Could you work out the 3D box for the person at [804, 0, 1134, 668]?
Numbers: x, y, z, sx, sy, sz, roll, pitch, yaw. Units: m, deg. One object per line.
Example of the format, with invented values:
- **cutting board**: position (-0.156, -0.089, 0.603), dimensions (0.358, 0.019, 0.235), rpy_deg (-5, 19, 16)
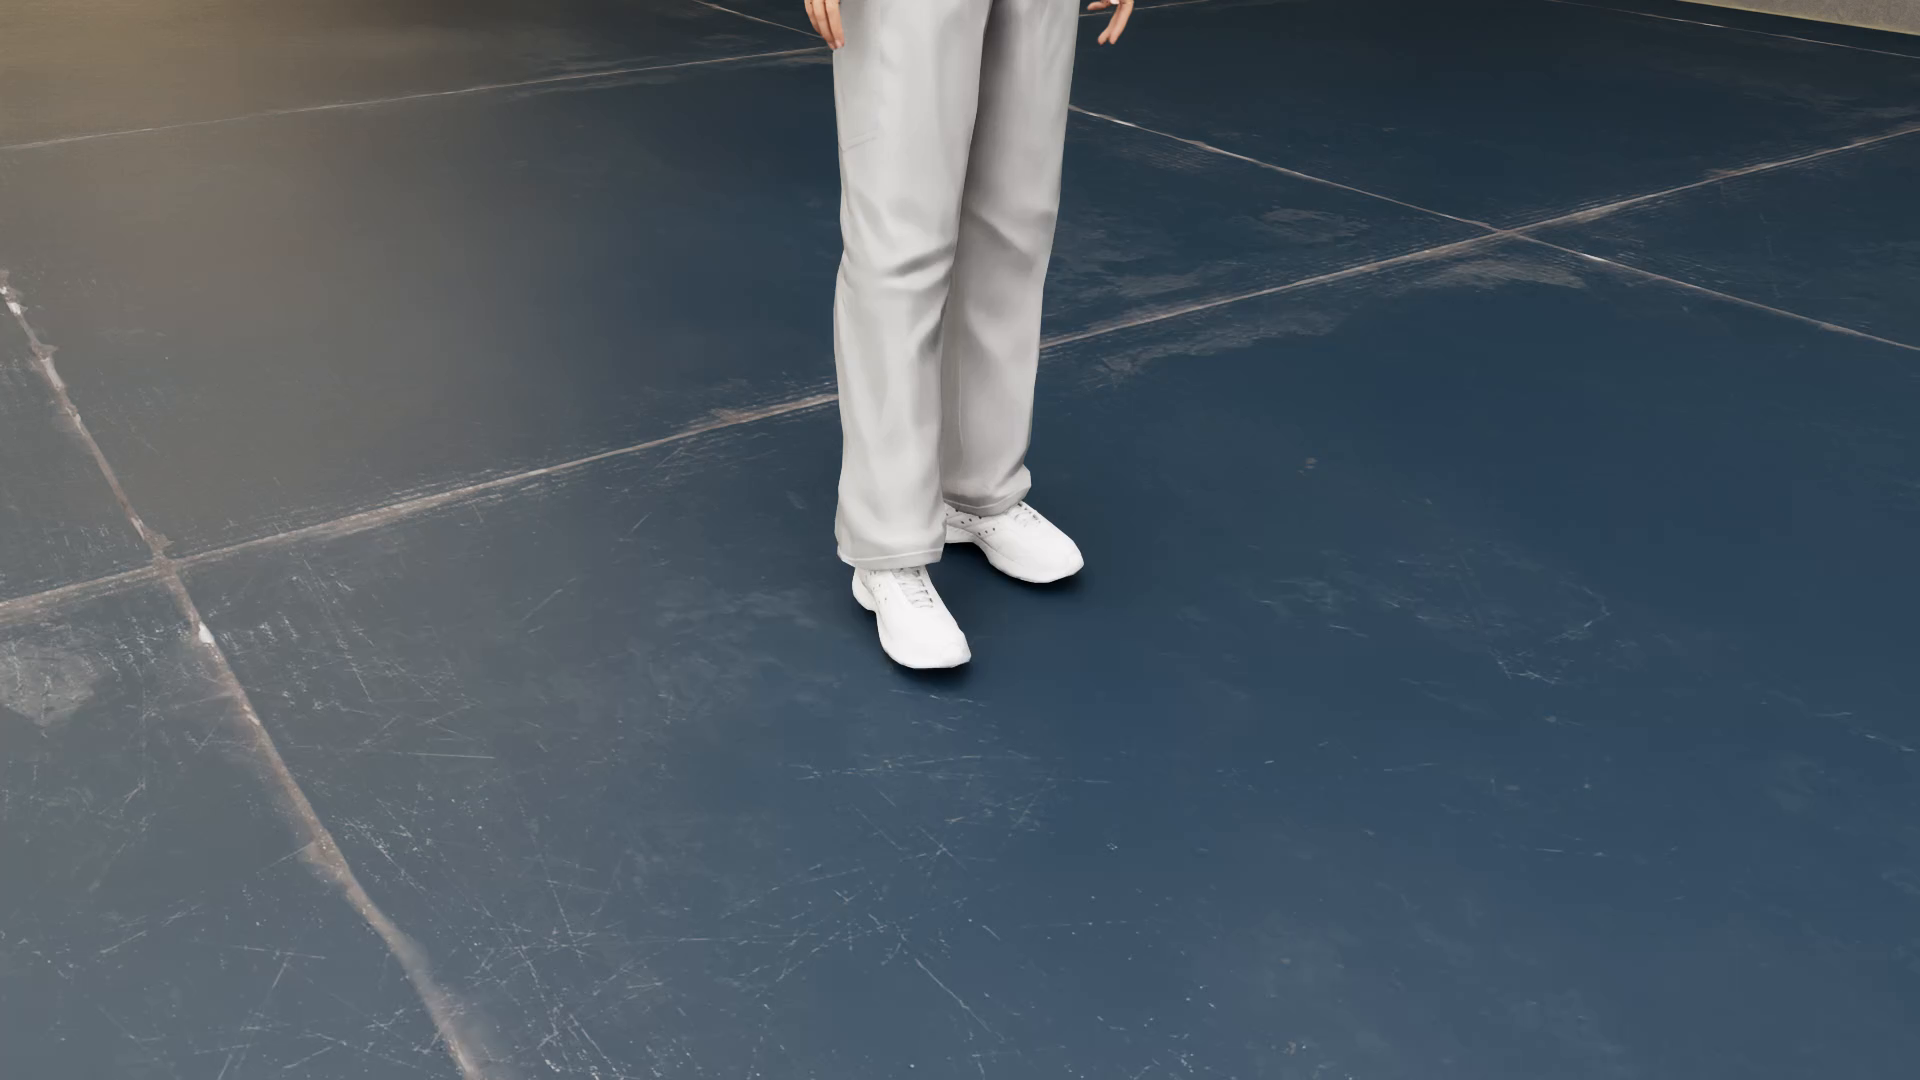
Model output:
- **person**: position (0.031, -0.725, 2.060), dimensions (0.549, 1.673, 0.548), rpy_deg (-17, 31, -31)
